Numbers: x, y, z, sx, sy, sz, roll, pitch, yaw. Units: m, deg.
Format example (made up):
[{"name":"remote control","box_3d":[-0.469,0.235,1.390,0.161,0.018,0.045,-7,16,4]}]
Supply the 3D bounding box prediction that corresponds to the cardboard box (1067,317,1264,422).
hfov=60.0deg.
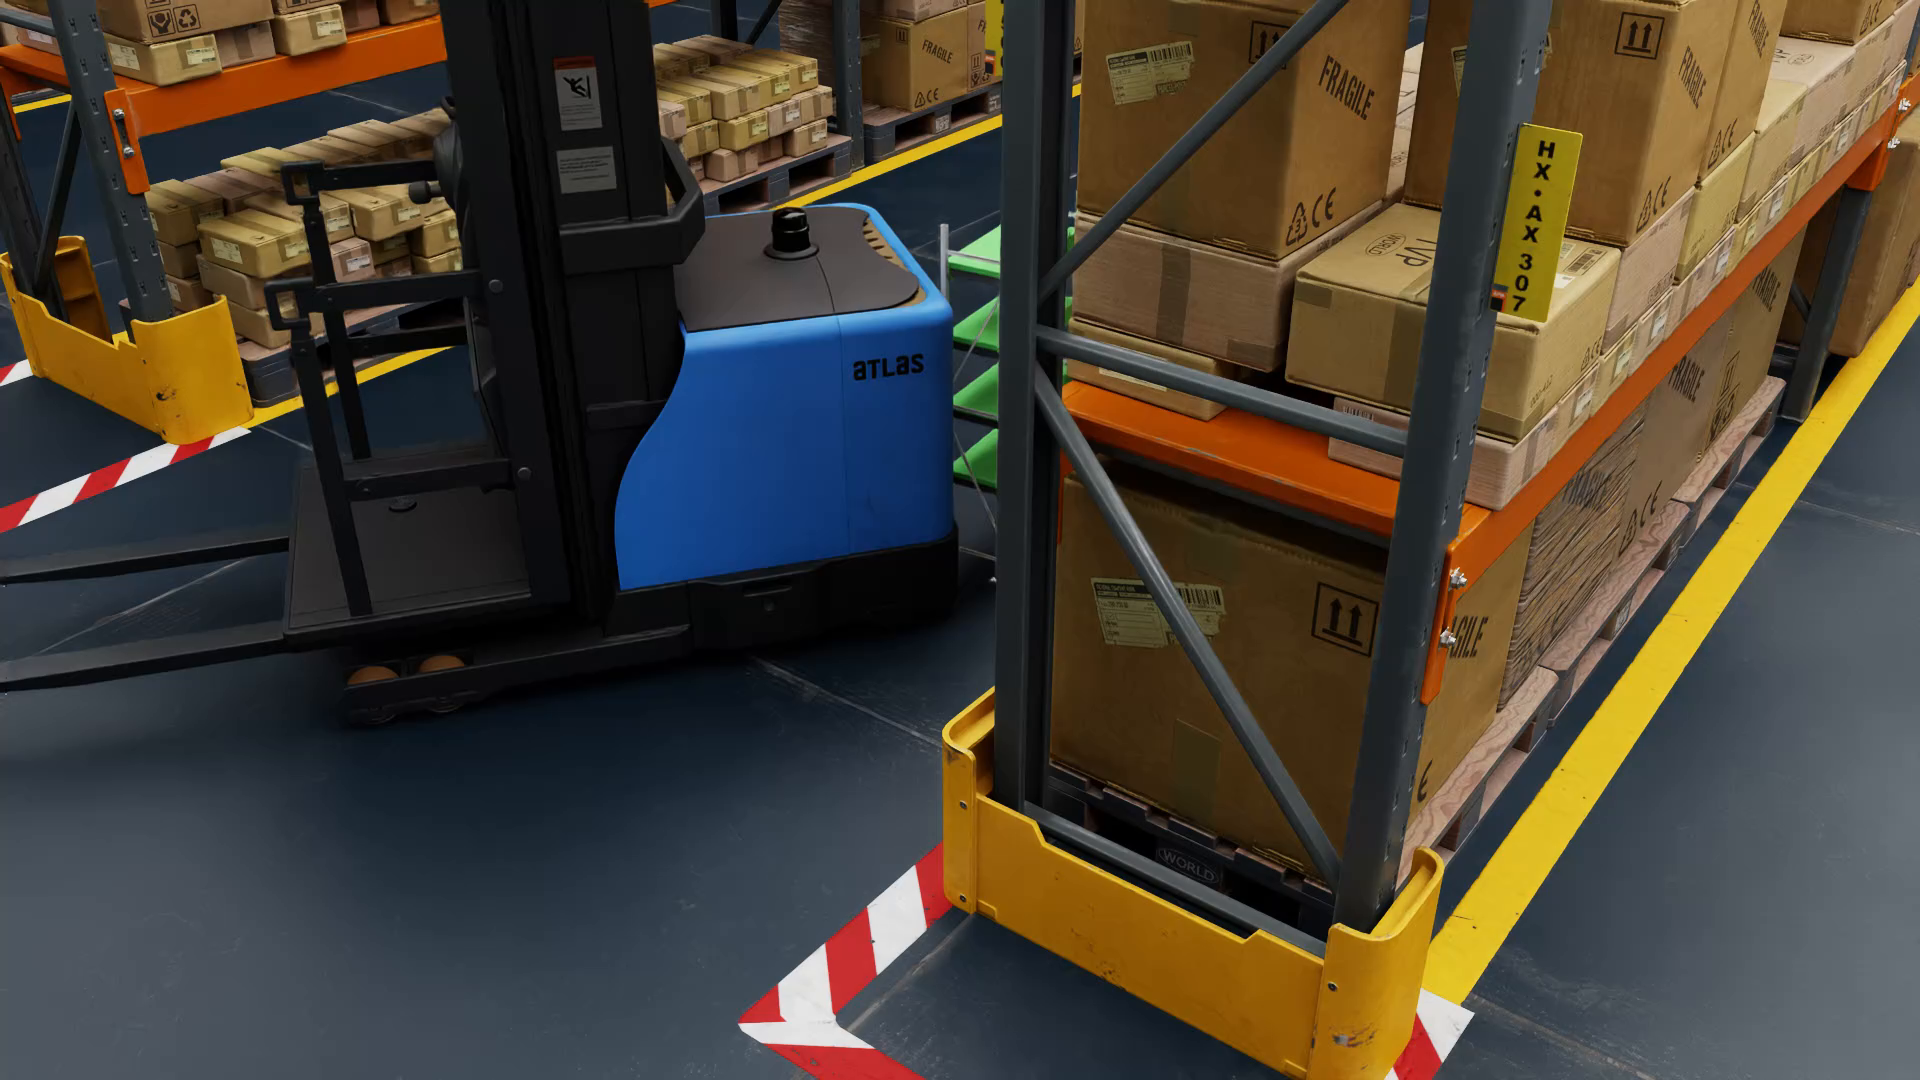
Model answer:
[{"name":"cardboard box","box_3d":[0.468,-0.428,3.776,0.380,0.149,0.250,22,37,32]}]

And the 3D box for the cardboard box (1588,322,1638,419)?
[{"name":"cardboard box","box_3d":[1.301,-0.433,3.785,0.380,0.149,0.250,20,36,30]}]

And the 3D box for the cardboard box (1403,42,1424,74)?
[{"name":"cardboard box","box_3d":[1.521,-1.258,4.785,0.500,0.250,0.500,21,37,31]}]

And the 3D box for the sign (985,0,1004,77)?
[{"name":"sign","box_3d":[0.091,-1.062,3.232,0.100,0.325,0.005,21,37,31]}]

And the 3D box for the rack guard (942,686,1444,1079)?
[{"name":"rack guard","box_3d":[0.501,0.795,3.918,1.175,0.500,0.348,21,37,31]}]

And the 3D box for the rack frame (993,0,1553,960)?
[{"name":"rack frame","box_3d":[0.516,-0.290,3.297,1.000,3.000,0.127,21,37,31]}]

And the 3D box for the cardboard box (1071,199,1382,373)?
[{"name":"cardboard box","box_3d":[0.597,-0.632,3.729,0.500,0.250,0.500,20,36,31]}]

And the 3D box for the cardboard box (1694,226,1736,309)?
[{"name":"cardboard box","box_3d":[1.767,-0.748,4.316,0.380,0.149,0.250,21,36,31]}]

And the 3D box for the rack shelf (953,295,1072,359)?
[{"name":"rack shelf","box_3d":[0.169,-0.661,5.343,0.258,0.148,0.480,16,34,25]}]

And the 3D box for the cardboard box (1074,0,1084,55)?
[{"name":"cardboard box","box_3d":[0.640,-3.437,10.646,0.500,0.500,0.500,19,36,29]}]

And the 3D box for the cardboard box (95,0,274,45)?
[{"name":"cardboard box","box_3d":[-2.886,-2.126,6.005,0.500,0.500,0.500,23,38,33]}]

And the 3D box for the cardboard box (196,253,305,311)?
[{"name":"cardboard box","box_3d":[-2.857,-1.073,6.712,0.380,0.149,0.250,23,38,33]}]

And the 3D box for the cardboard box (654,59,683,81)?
[{"name":"cardboard box","box_3d":[-1.663,-2.405,8.667,0.380,0.149,0.250,21,36,31]}]

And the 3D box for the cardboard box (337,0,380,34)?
[{"name":"cardboard box","box_3d":[-2.548,-2.137,6.660,0.380,0.149,0.250,23,38,33]}]

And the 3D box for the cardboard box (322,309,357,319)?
[{"name":"cardboard box","box_3d":[-2.714,-1.058,6.977,0.380,0.149,0.250,21,37,31]}]

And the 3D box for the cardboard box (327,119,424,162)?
[{"name":"cardboard box","box_3d":[-2.683,-1.801,7.648,0.380,0.149,0.250,23,37,33]}]

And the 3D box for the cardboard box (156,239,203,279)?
[{"name":"cardboard box","box_3d":[-3.287,-1.242,6.996,0.380,0.149,0.250,20,36,30]}]

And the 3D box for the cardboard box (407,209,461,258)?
[{"name":"cardboard box","box_3d":[-2.328,-1.365,7.204,0.380,0.149,0.250,22,37,33]}]

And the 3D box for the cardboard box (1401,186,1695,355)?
[{"name":"cardboard box","box_3d":[1.329,-0.678,3.808,0.500,0.250,0.500,21,36,31]}]

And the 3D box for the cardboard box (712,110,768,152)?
[{"name":"cardboard box","box_3d":[-1.201,-2.111,8.463,0.380,0.149,0.250,20,36,30]}]

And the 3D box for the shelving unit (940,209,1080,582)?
[{"name":"shelving unit","box_3d":[0.169,-0.510,5.433,0.258,1.200,0.503,16,34,25]}]

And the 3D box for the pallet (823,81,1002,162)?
[{"name":"pallet","box_3d":[-0.494,-2.600,9.931,1.003,0.211,1.213,21,37,31]}]

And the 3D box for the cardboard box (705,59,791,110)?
[{"name":"cardboard box","box_3d":[-1.093,-2.352,8.578,0.380,0.149,0.250,22,37,32]}]

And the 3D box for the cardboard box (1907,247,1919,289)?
[{"name":"cardboard box","box_3d":[3.839,-1.812,7.537,1.225,0.875,0.875,20,36,30]}]

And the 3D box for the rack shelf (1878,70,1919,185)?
[{"name":"rack shelf","box_3d":[4.137,-2.419,7.595,1.077,0.370,4.000,21,37,31]}]

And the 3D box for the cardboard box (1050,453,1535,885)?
[{"name":"cardboard box","box_3d":[0.838,0.159,4.212,0.875,0.875,0.875,21,37,31]}]

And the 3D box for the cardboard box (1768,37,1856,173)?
[{"name":"cardboard box","box_3d":[2.254,-1.300,4.857,0.500,0.250,0.500,22,37,32]}]

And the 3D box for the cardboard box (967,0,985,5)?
[{"name":"cardboard box","box_3d":[0.013,-3.347,9.760,0.500,0.250,0.500,22,37,33]}]

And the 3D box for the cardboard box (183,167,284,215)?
[{"name":"cardboard box","box_3d":[-3.063,-1.445,7.047,0.380,0.149,0.250,22,37,32]}]

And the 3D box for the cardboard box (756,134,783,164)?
[{"name":"cardboard box","box_3d":[-1.152,-2.093,8.724,0.380,0.149,0.250,22,37,33]}]

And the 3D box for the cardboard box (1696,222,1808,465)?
[{"name":"cardboard box","box_3d":[2.468,-0.939,6.064,0.875,0.875,0.875,21,37,31]}]

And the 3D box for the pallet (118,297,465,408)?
[{"name":"pallet","box_3d":[-2.813,-1.008,7.244,1.003,0.211,1.213,21,37,31]}]

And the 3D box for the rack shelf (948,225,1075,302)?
[{"name":"rack shelf","box_3d":[0.169,-0.868,5.221,0.258,0.148,0.480,16,34,25]}]

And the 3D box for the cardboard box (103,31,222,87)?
[{"name":"cardboard box","box_3d":[-2.921,-1.780,6.058,0.380,0.149,0.250,21,36,31]}]

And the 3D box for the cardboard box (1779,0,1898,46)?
[{"name":"cardboard box","box_3d":[2.560,-1.830,5.016,0.500,0.500,0.500,22,37,32]}]

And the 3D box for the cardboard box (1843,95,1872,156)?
[{"name":"cardboard box","box_3d":[2.697,-1.374,5.372,0.380,0.149,0.250,20,36,30]}]

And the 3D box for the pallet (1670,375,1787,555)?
[{"name":"pallet","box_3d":[2.409,-0.431,6.270,1.003,0.211,1.213,21,37,31]}]

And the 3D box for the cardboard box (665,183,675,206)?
[{"name":"cardboard box","box_3d":[-1.553,-1.752,8.149,0.380,0.149,0.250,21,37,31]}]

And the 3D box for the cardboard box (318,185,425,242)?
[{"name":"cardboard box","box_3d":[-2.466,-1.388,6.951,0.380,0.149,0.250,21,37,31]}]

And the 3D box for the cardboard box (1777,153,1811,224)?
[{"name":"cardboard box","box_3d":[2.232,-1.060,4.843,0.380,0.149,0.250,20,36,31]}]

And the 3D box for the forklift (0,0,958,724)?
[{"name":"forklift","box_3d":[-1.581,-1.026,4.606,3.031,2.935,1.130,-9,32,-15]}]

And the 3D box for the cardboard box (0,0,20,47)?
[{"name":"cardboard box","box_3d":[-5.975,-3.458,10.743,0.875,0.438,0.875,20,36,30]}]

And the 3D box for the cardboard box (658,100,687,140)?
[{"name":"cardboard box","box_3d":[-1.546,-2.029,8.033,0.380,0.149,0.250,19,36,29]}]
